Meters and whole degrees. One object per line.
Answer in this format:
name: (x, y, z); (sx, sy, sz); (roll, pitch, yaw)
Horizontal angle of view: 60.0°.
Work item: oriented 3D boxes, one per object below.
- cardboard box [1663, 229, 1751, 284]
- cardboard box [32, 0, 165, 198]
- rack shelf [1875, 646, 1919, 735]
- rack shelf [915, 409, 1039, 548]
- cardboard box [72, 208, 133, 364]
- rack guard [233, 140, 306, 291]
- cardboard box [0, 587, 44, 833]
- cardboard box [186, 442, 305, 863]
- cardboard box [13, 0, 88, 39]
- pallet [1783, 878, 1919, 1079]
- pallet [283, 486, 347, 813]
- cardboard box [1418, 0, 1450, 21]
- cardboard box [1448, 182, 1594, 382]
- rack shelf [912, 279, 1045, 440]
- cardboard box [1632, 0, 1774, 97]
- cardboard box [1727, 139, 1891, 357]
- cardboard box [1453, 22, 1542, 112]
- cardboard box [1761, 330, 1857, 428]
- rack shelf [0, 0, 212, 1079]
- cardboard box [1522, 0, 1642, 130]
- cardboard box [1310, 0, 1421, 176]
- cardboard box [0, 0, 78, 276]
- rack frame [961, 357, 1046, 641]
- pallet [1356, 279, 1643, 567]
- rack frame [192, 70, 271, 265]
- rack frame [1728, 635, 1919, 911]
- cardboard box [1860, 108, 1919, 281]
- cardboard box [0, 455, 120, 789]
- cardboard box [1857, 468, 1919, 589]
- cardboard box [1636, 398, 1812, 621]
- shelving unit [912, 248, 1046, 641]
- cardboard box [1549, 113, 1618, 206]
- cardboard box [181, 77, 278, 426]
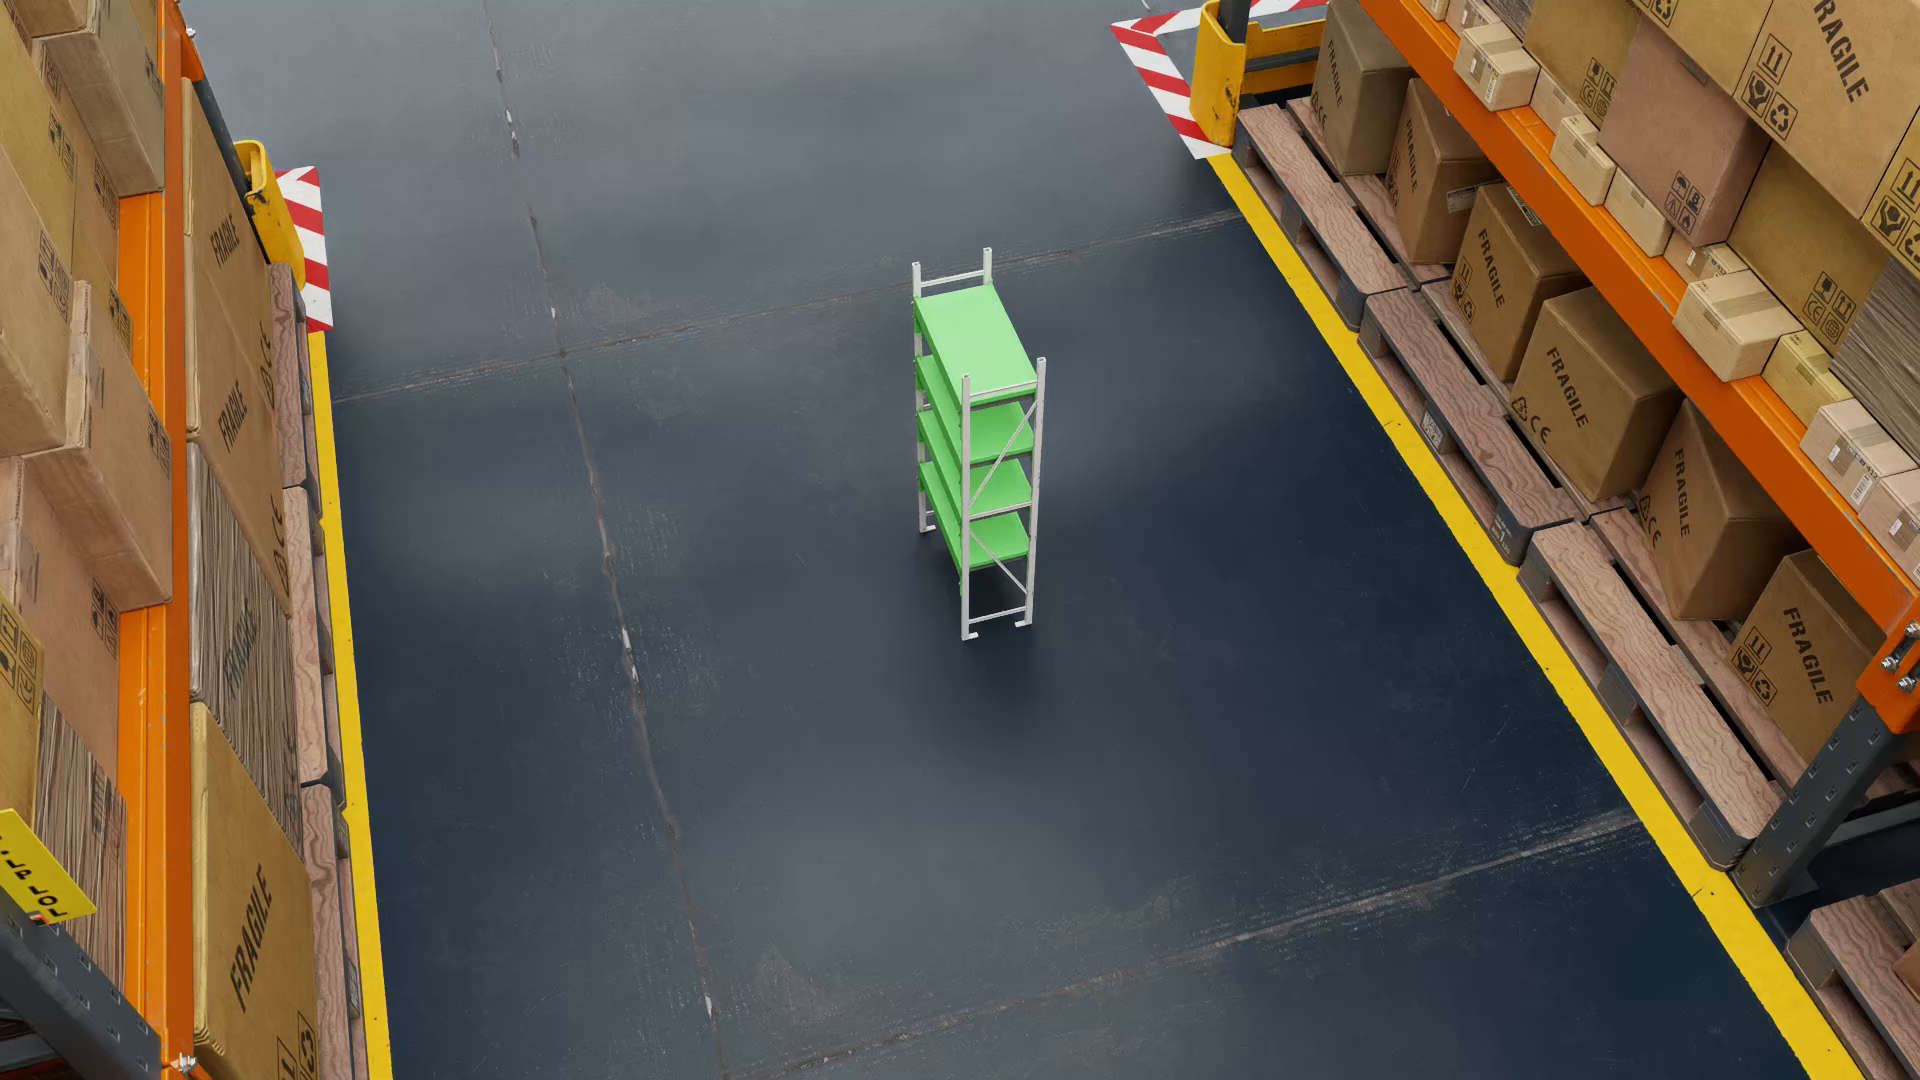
cardboard box: (2.212, -0.806, 4.632); (0.380, 0.149, 0.250); (-13, 51, -11)
cardboard box: (-2.848, -1.310, 4.794); (0.875, 0.550, 0.550); (-13, 51, -11)
rack shelf: (3.358, 1.647, 2.870); (1.077, 0.370, 4.000); (-13, 51, -11)
rack shelf: (0.049, -0.225, 5.238); (0.258, 0.148, 0.480); (-13, 51, -11)
cardboard box: (-2.606, -0.495, 4.107); (0.875, 0.550, 0.500); (-13, 51, -11)
rack guard: (-3.192, -1.131, 6.376); (1.175, 0.500, 0.348); (-13, 51, -11)
cardboard box: (-2.078, 0.329, 2.707); (0.875, 0.550, 0.550); (-13, 51, -11)
cardboard box: (-2.391, 0.419, 4.550); (0.875, 0.875, 0.875); (-13, 51, -11)
cardboard box: (-2.861, -1.655, 4.379); (0.875, 0.550, 0.550); (-13, 51, -11)
pallet: (2.998, 1.422, 4.413); (1.003, 0.211, 1.213); (-13, 51, -11)
pallet: (-2.516, 0.435, 5.245); (1.003, 0.211, 1.213); (-13, 51, -11)
cardboard box: (1.716, -1.889, 5.545); (0.380, 0.149, 0.250); (-13, 51, -11)
cardboard box: (2.128, -0.946, 5.946); (0.500, 0.500, 0.500); (-9, 50, -8)
rack shelf: (0.049, -0.534, 4.871); (0.258, 0.148, 0.480); (-13, 51, -11)
cardboard box: (2.074, -1.492, 4.132); (0.500, 0.500, 0.500); (-13, 51, -11)
cardboard box: (2.578, -0.889, 4.278); (0.875, 0.500, 0.500); (-13, 51, -11)
cardboard box: (1.791, -1.506, 5.222); (0.380, 0.149, 0.250); (-13, 51, -11)
cardboard box: (2.340, -0.436, 4.320); (0.380, 0.149, 0.250); (-13, 51, -11)
rack shelf: (-2.593, -0.226, 4.450); (1.077, 0.370, 4.000); (-13, 51, -11)
cardboard box: (2.225, -1.606, 4.882); (0.875, 0.500, 0.500); (-13, 51, -11)
cardboard box: (1.752, -1.837, 6.697); (0.500, 0.500, 0.500); (-5, 50, -4)
cardboard box: (-2.544, -0.857, 3.707); (0.875, 0.550, 0.500); (-13, 51, -11)
rack frame: (0.121, -0.088, 5.039); (0.240, 1.200, 0.015); (-13, 51, -11)
pallet: (2.169, -0.522, 6.052); (1.003, 0.211, 1.213); (-13, 51, -11)
rack frame: (-3.185, -1.919, 5.406); (1.000, 3.000, 0.127); (-13, 51, -11)
rack frame: (2.766, -0.045, 3.826); (1.000, 3.000, 0.127); (-13, 51, -11)
cardboard box: (2.370, -0.762, 3.517); (0.500, 0.500, 0.500); (-13, 51, -11)
cardboard box: (-2.307, 0.291, 3.445); (0.875, 0.550, 0.550); (-13, 51, -11)
cardboard box: (2.422, -0.055, 3.999); (0.380, 0.149, 0.250); (-13, 51, -11)
cardboard box: (2.509, -0.093, 5.227); (0.500, 0.500, 0.500); (1, 50, 1)
shelving unit: (0.049, -0.266, 5.189); (0.258, 1.200, 0.503); (-13, 51, -11)
cardboard box: (1.992, -1.154, 4.925); (0.380, 0.149, 0.250); (-13, 51, -11)
cardboard box: (-2.921, -0.889, 5.653); (0.875, 0.875, 0.875); (-13, 51, -11)
